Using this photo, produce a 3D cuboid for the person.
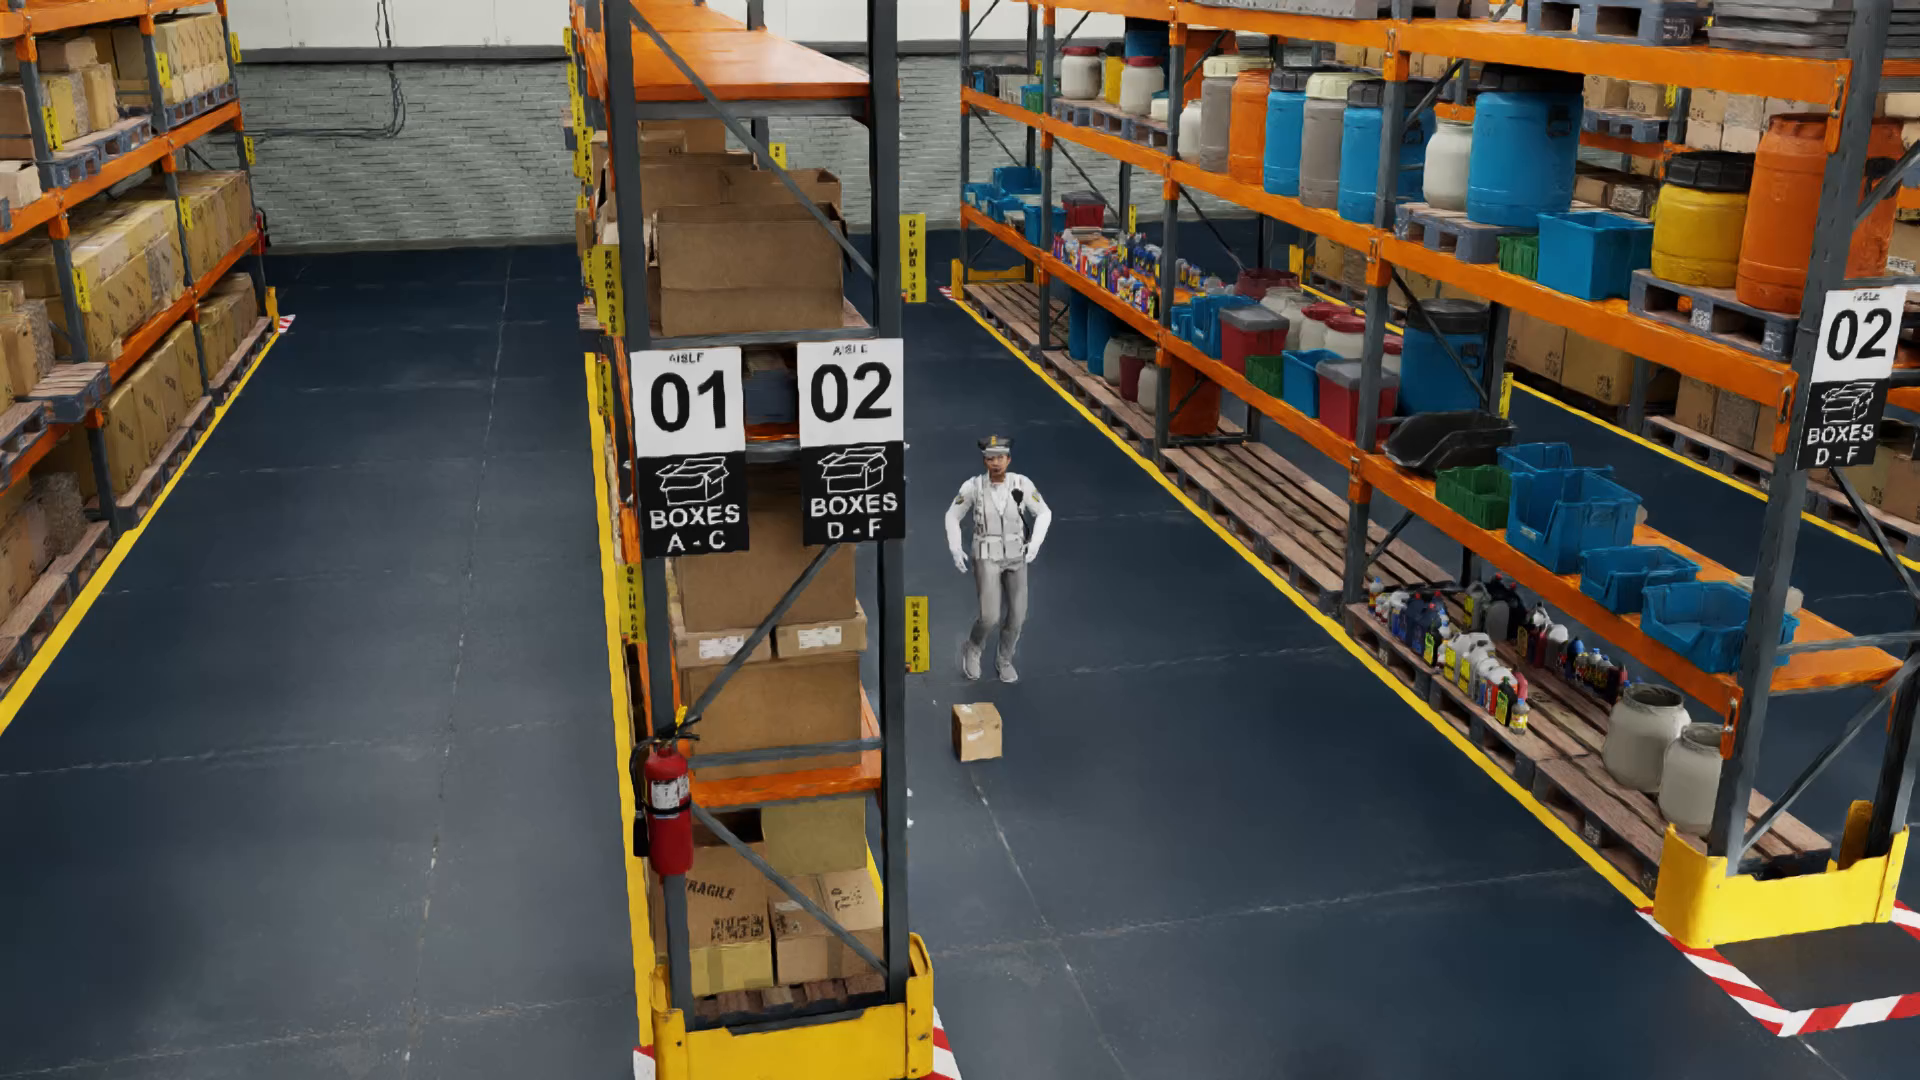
[{"bbox_3d":[0.278,0.128,10.731,0.672,1.661,0.502,-5,20,-15],"label":"person"}]
